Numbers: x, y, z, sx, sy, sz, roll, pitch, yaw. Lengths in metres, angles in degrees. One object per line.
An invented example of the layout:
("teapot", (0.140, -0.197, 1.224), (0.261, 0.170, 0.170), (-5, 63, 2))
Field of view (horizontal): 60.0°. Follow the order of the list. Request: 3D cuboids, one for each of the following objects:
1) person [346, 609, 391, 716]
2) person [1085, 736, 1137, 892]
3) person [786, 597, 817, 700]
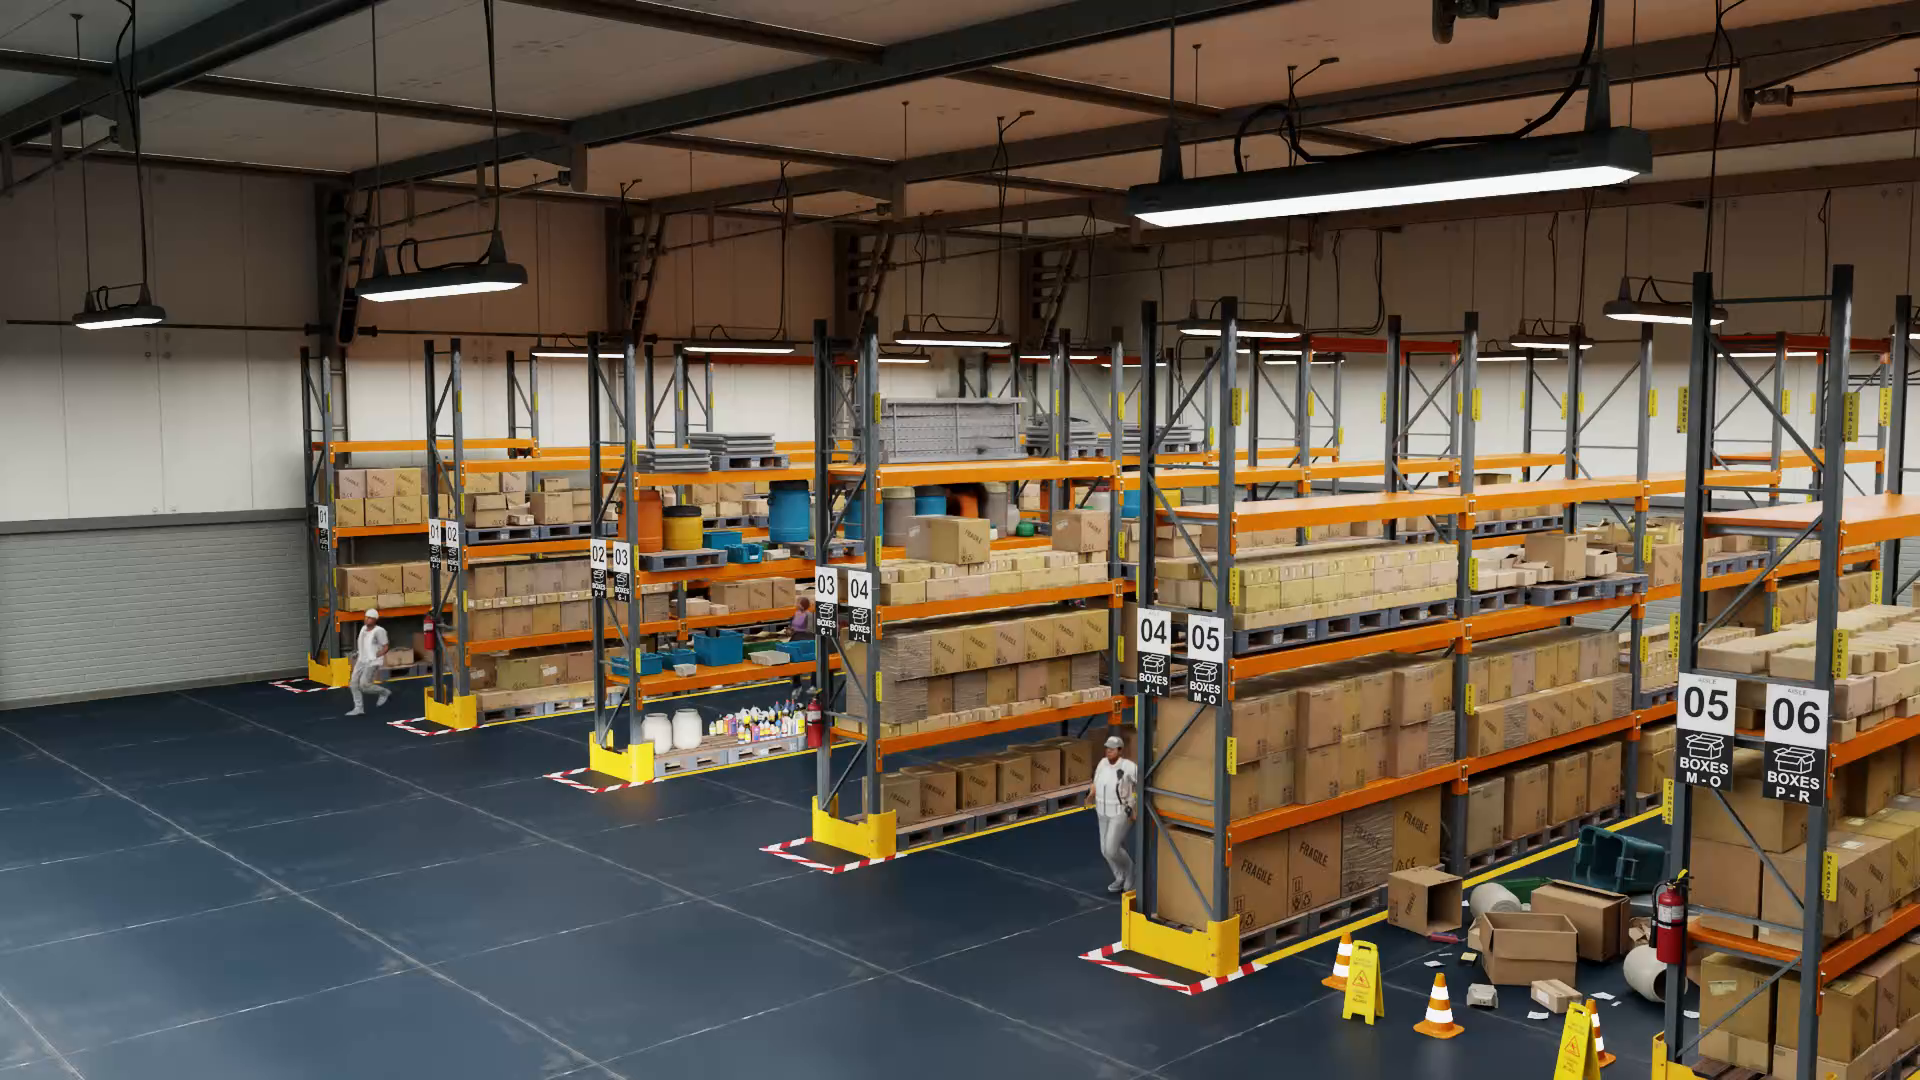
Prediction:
("person", (-9.461, 1.963, 26.721), (0.727, 1.731, 0.726), (4, 6, 37))
("person", (1.576, 2.837, 17.185), (0.573, 1.632, 0.615), (-5, 7, -44))
("person", (-2.545, 1.739, 26.723), (0.503, 1.671, 0.672), (4, 6, 38))
